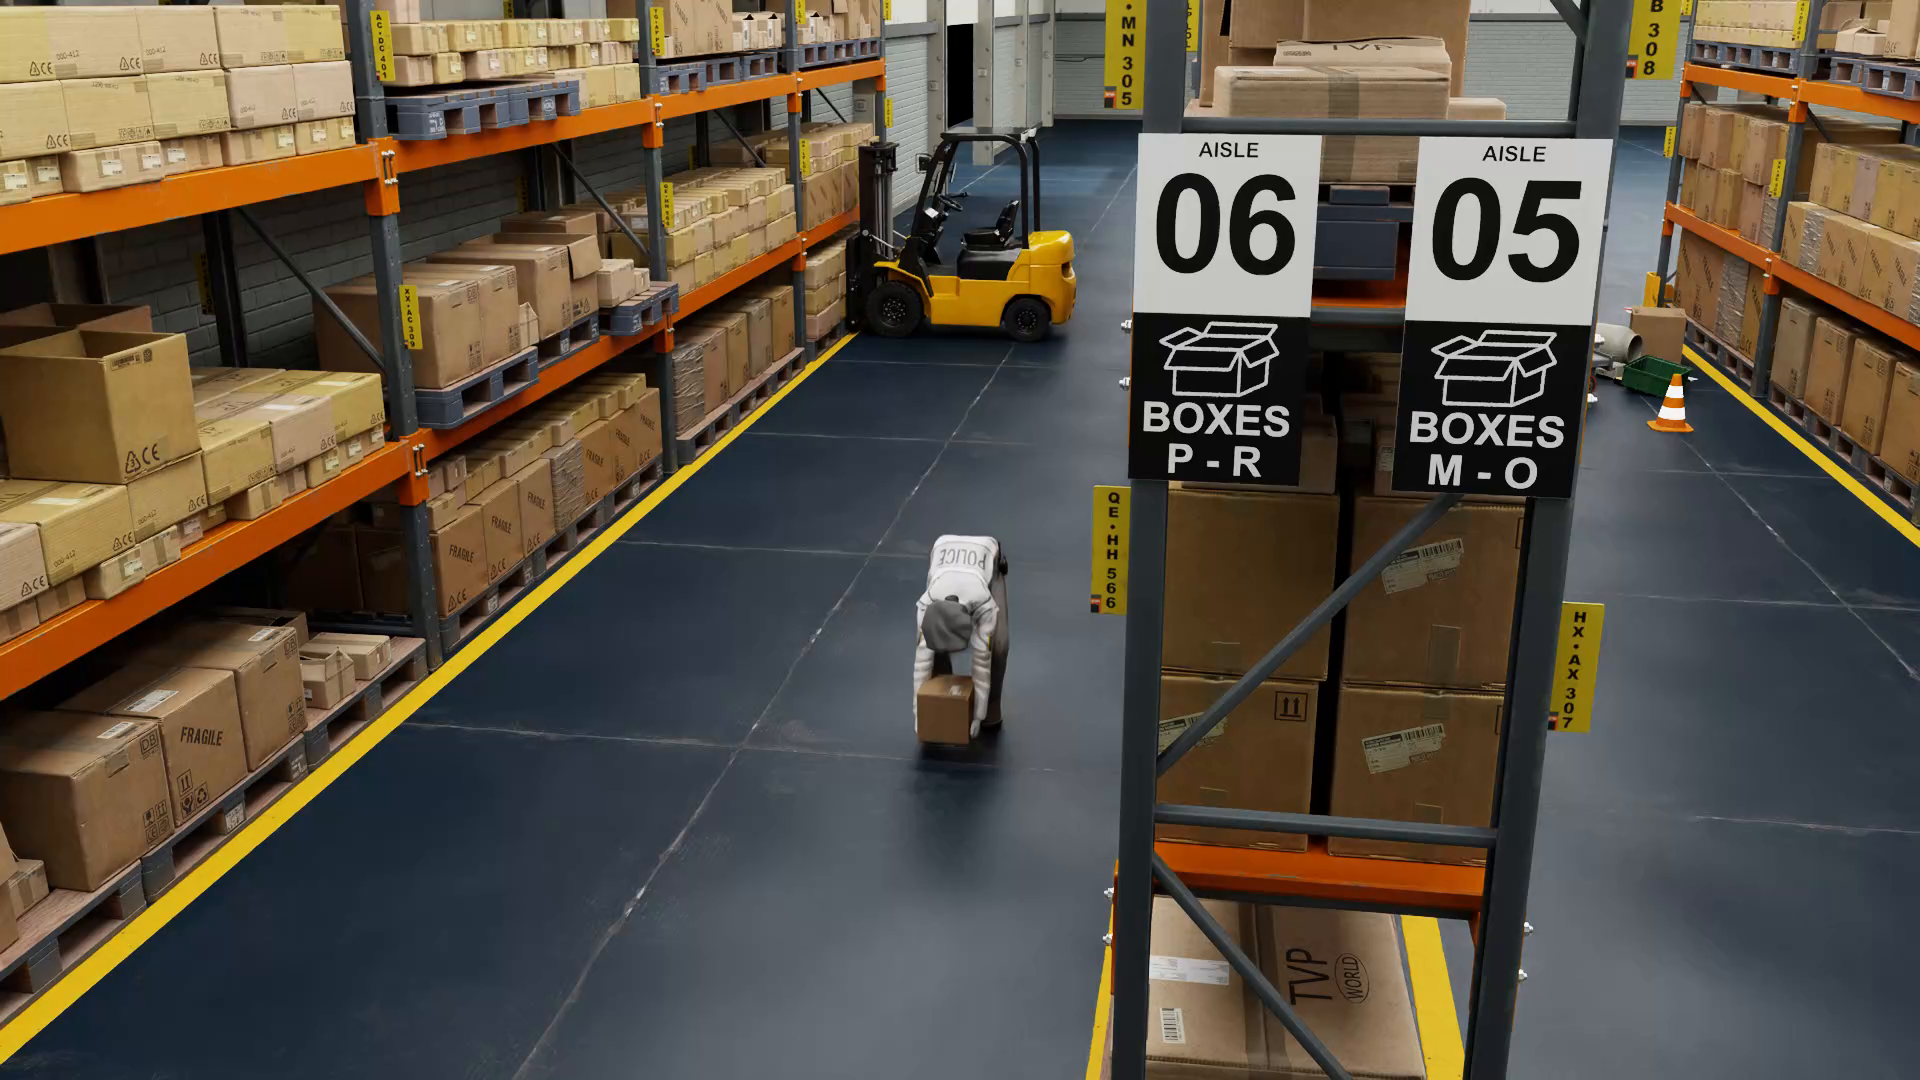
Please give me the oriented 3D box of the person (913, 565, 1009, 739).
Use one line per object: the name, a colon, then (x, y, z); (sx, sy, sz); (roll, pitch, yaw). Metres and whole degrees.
person: (0.015, 0.524, 8.173); (0.445, 0.904, 0.876); (2, 18, 6)
